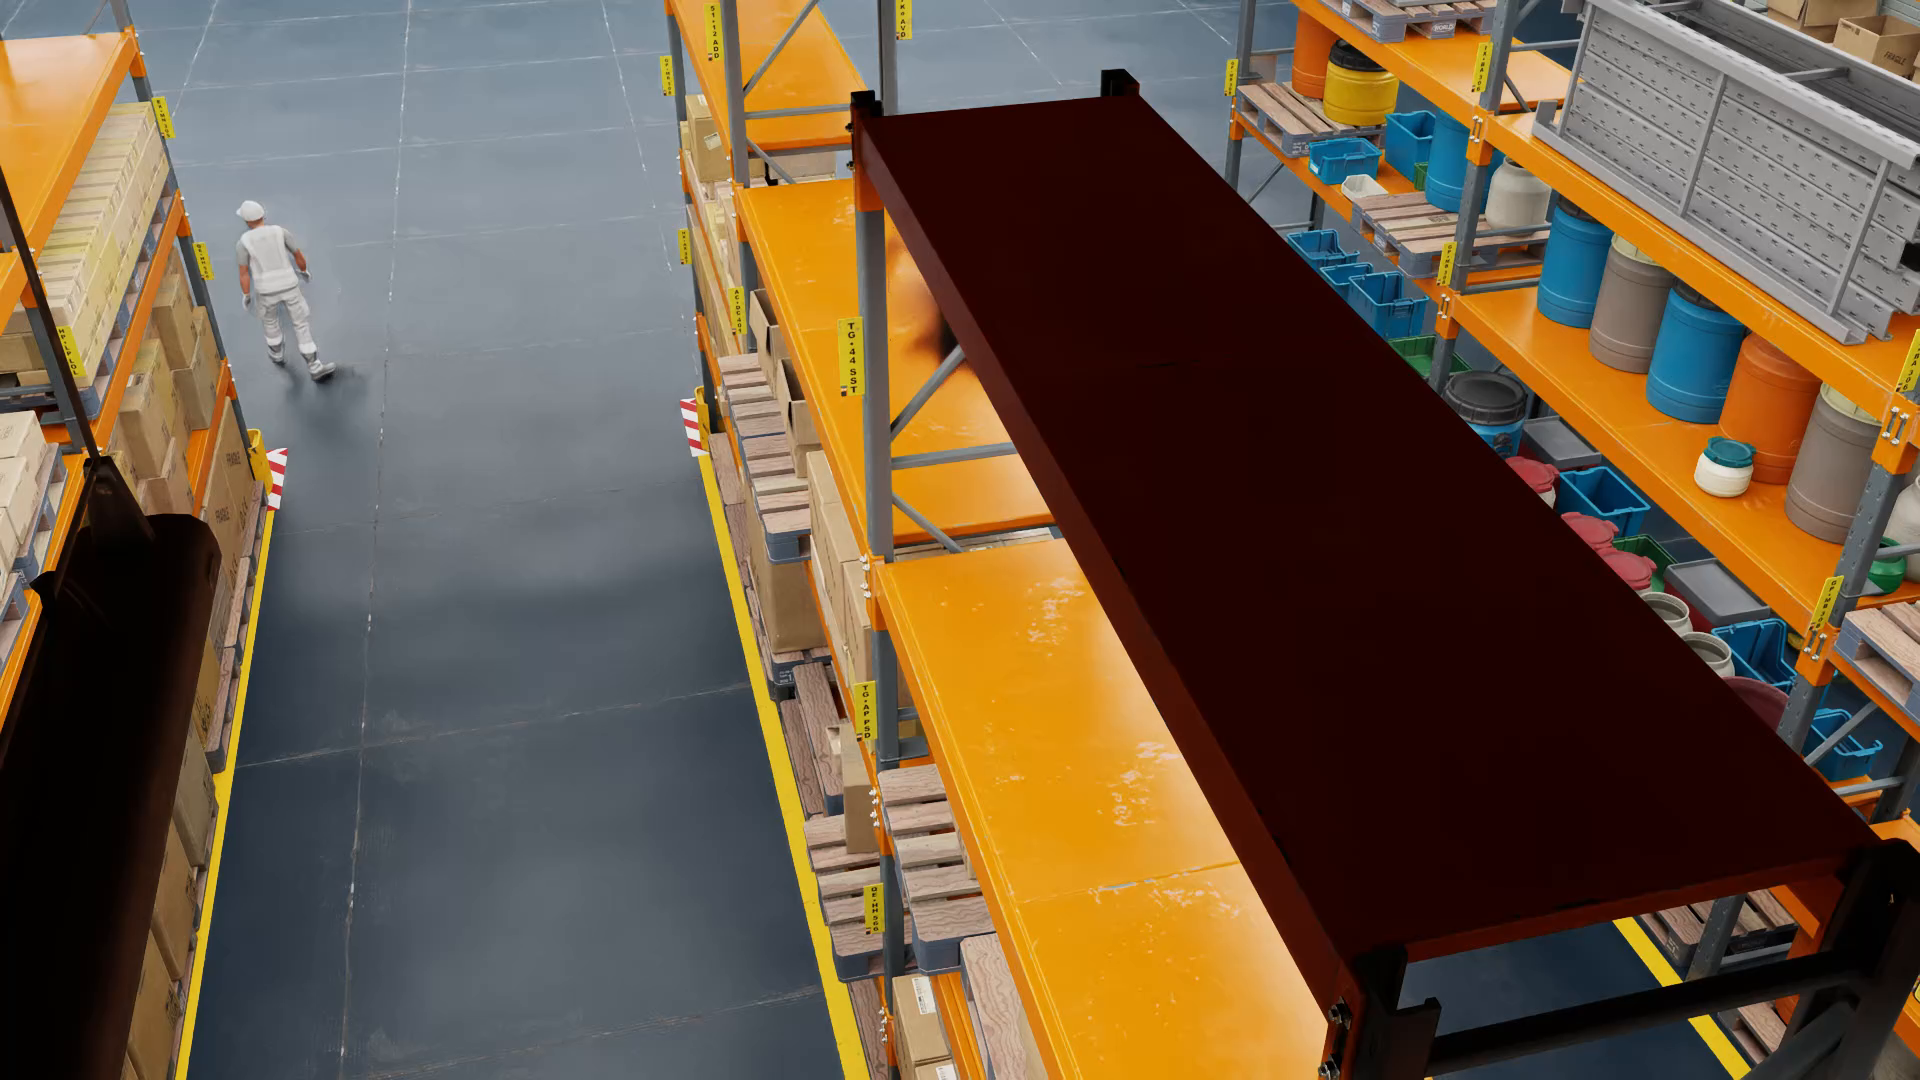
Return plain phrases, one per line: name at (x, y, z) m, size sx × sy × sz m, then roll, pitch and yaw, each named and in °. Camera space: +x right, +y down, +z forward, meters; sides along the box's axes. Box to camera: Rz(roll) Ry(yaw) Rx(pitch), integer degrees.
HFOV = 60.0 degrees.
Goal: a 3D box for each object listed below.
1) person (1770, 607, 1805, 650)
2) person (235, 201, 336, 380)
person at (6.388, 0.010, 12.667) m, size 0.754 × 1.671 × 0.963 m, roll -21°, pitch 40°, yaw -28°
person at (-6.633, -2.460, 16.131) m, size 0.694 × 1.737 × 0.899 m, roll -18°, pitch 38°, yaw -24°
